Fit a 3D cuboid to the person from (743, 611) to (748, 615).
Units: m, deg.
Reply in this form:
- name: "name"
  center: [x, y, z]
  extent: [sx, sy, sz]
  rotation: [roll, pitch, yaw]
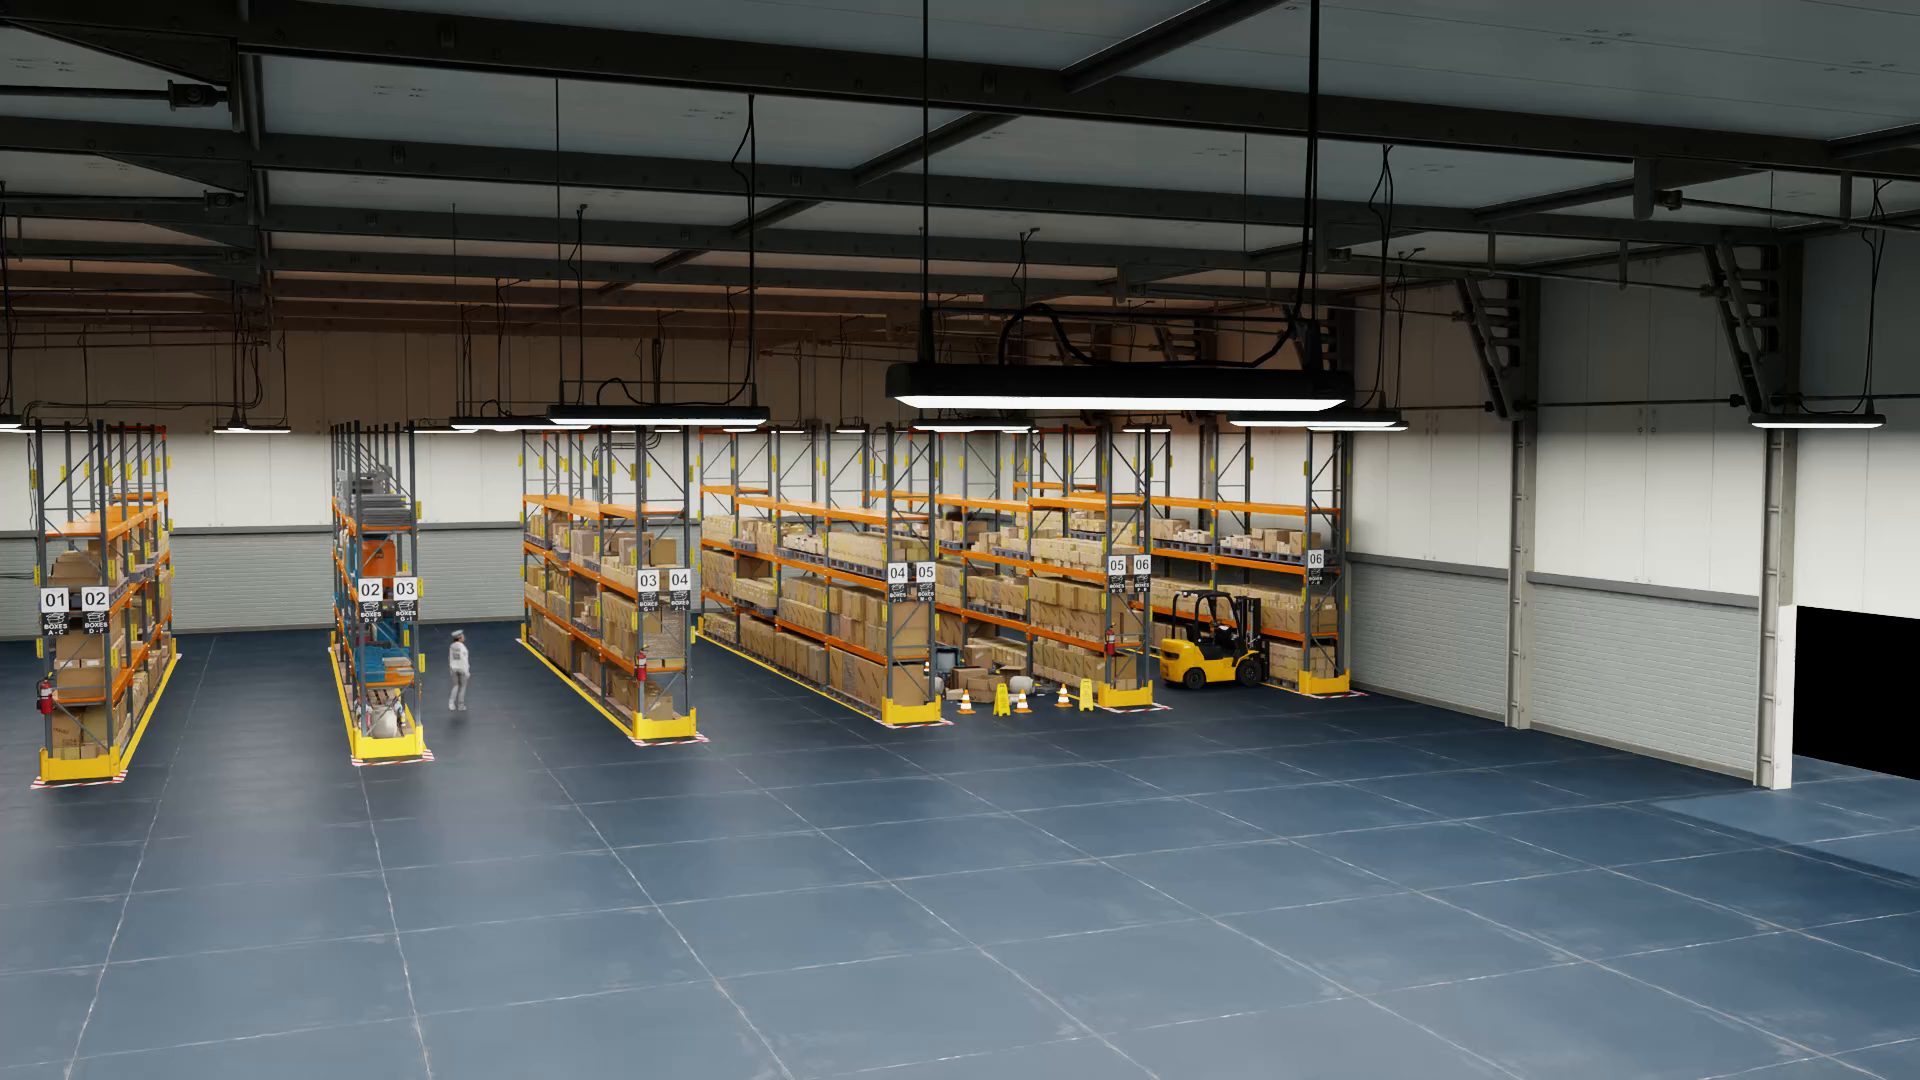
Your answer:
- name: "person"
  center: [-6.535, 1.794, 49.657]
  extent: [0.481, 1.676, 0.407]
  rotation: [0, 4, 1]

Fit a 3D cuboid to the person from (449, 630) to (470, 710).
- name: "person"
  center: [-10.422, 2.707, 34.562]
  extent: [0.483, 1.683, 0.469]
  rotation: [1, 4, 16]

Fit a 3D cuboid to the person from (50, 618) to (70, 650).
- name: "person"
  center: [-23.600, 2.161, 44.023]
  extent: [0.908, 1.599, 0.458]
  rotation: [-1, 4, -8]
